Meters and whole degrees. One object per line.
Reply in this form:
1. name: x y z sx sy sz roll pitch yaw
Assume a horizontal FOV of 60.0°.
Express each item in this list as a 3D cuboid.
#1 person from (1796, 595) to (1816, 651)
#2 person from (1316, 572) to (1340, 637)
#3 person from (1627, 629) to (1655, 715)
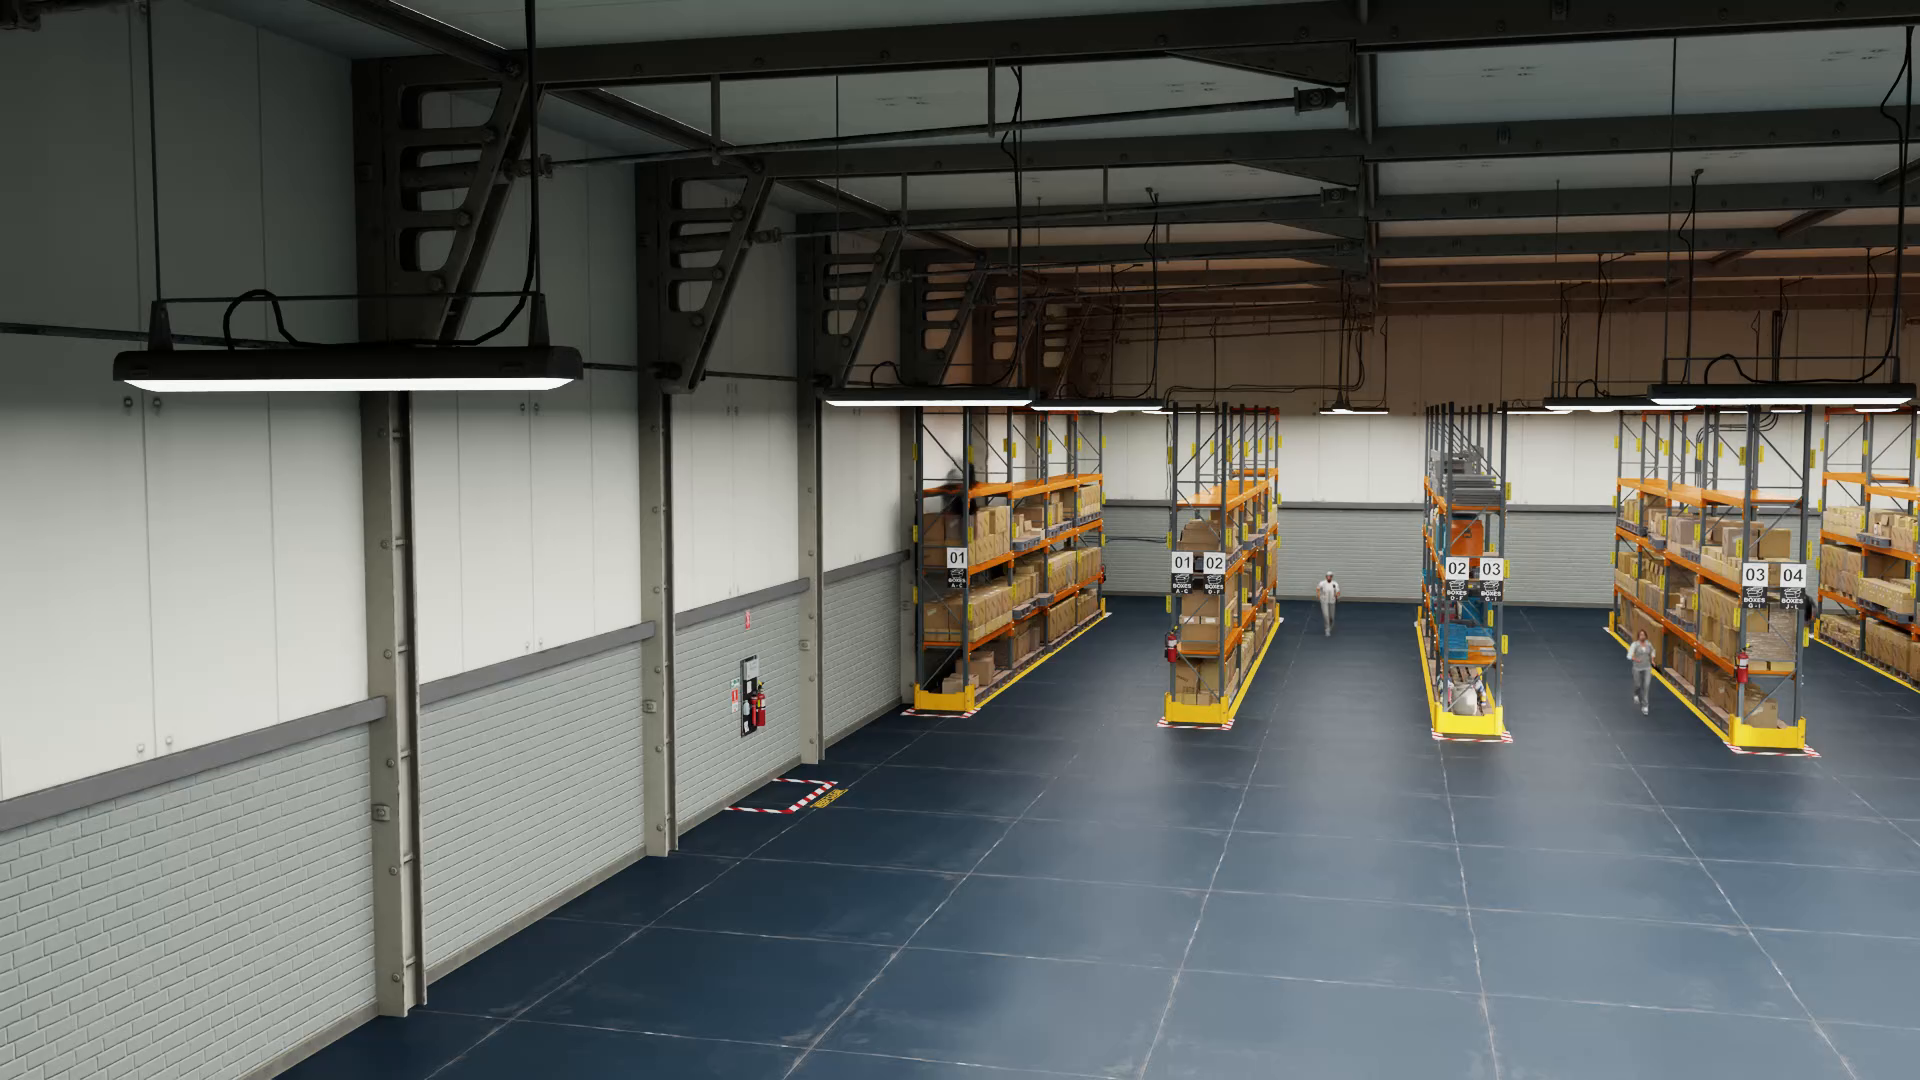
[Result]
1. person: 20.242 1.937 39.999 0.668 1.683 0.523 1 4 19
2. person: 9.702 1.665 43.819 0.618 1.669 0.919 0 4 4
3. person: 13.257 2.534 32.352 0.548 1.607 0.848 1 4 12
